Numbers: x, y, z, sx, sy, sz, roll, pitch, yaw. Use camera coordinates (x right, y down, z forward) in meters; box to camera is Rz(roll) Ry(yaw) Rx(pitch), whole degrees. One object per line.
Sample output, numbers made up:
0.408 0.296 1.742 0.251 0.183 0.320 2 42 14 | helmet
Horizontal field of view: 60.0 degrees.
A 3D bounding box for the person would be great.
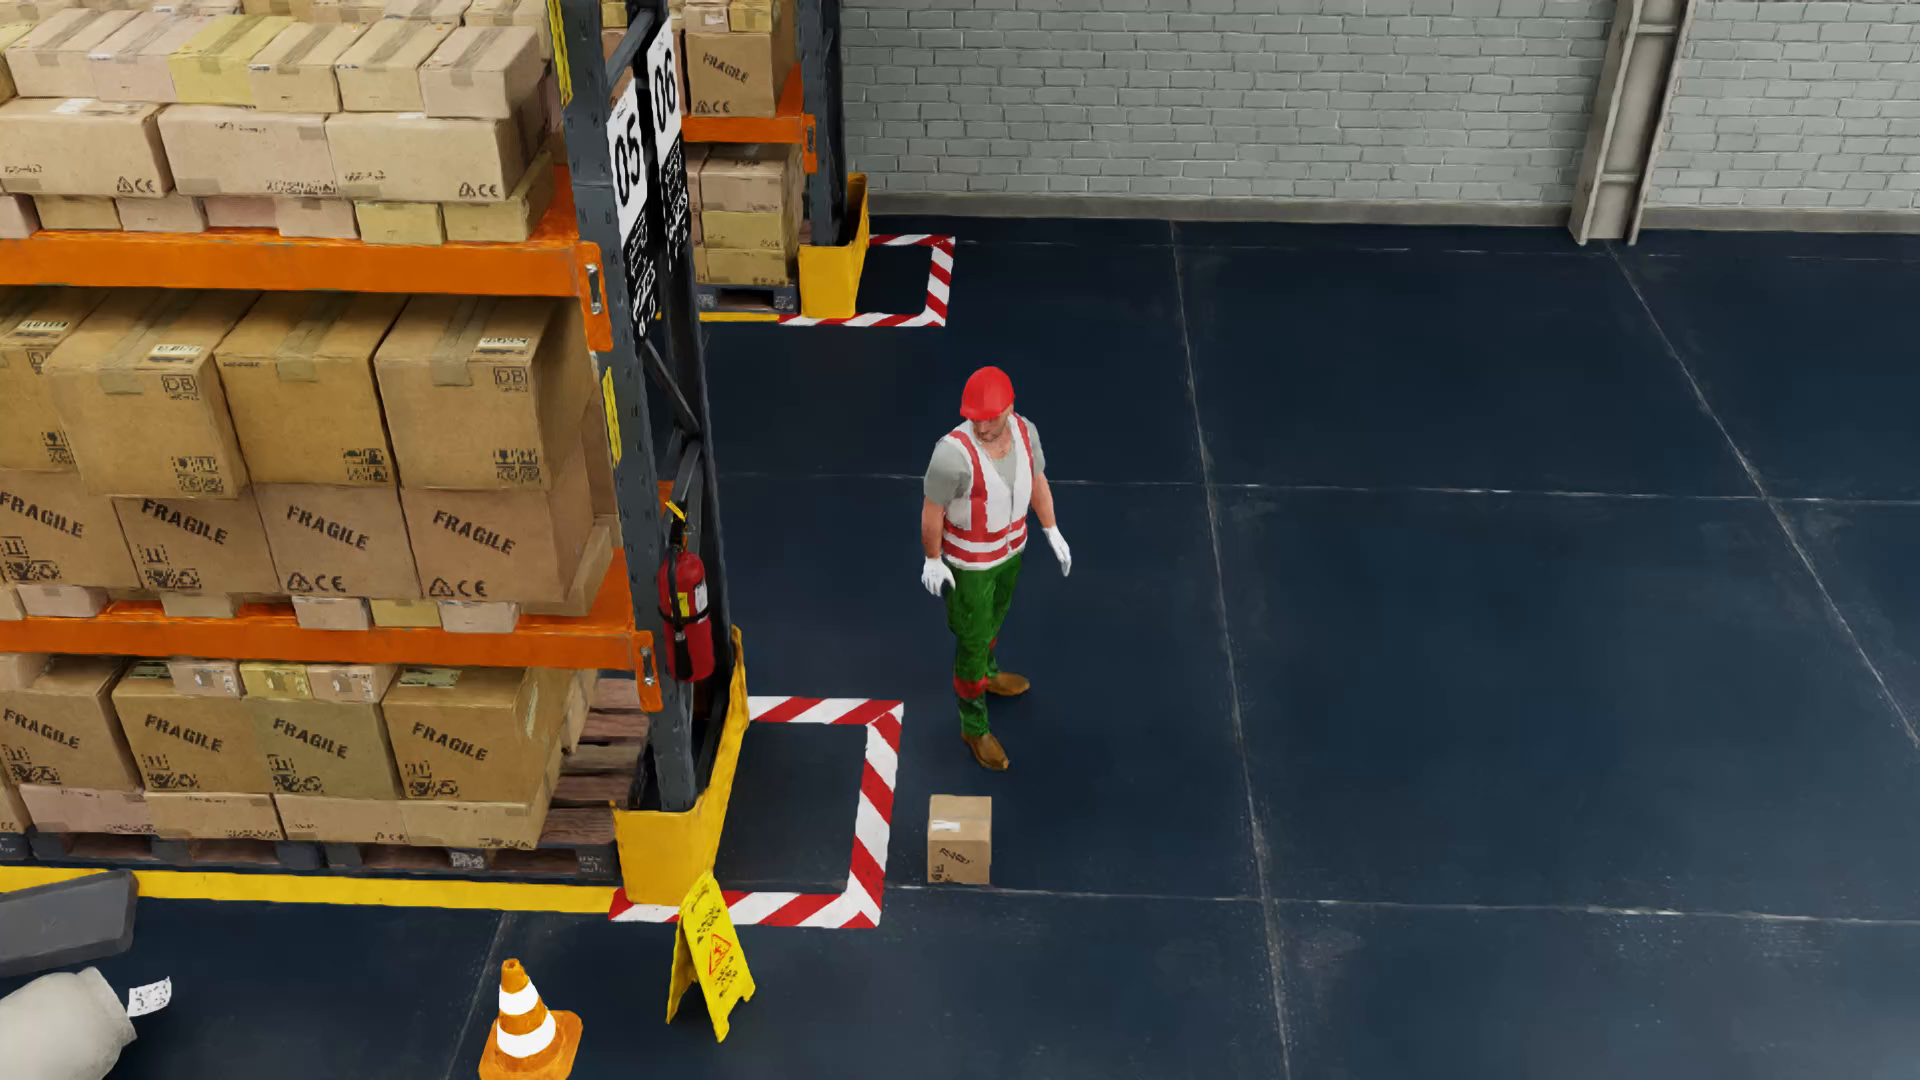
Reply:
0.155 0.069 6.962 0.531 1.793 0.566 28 44 33 | person
